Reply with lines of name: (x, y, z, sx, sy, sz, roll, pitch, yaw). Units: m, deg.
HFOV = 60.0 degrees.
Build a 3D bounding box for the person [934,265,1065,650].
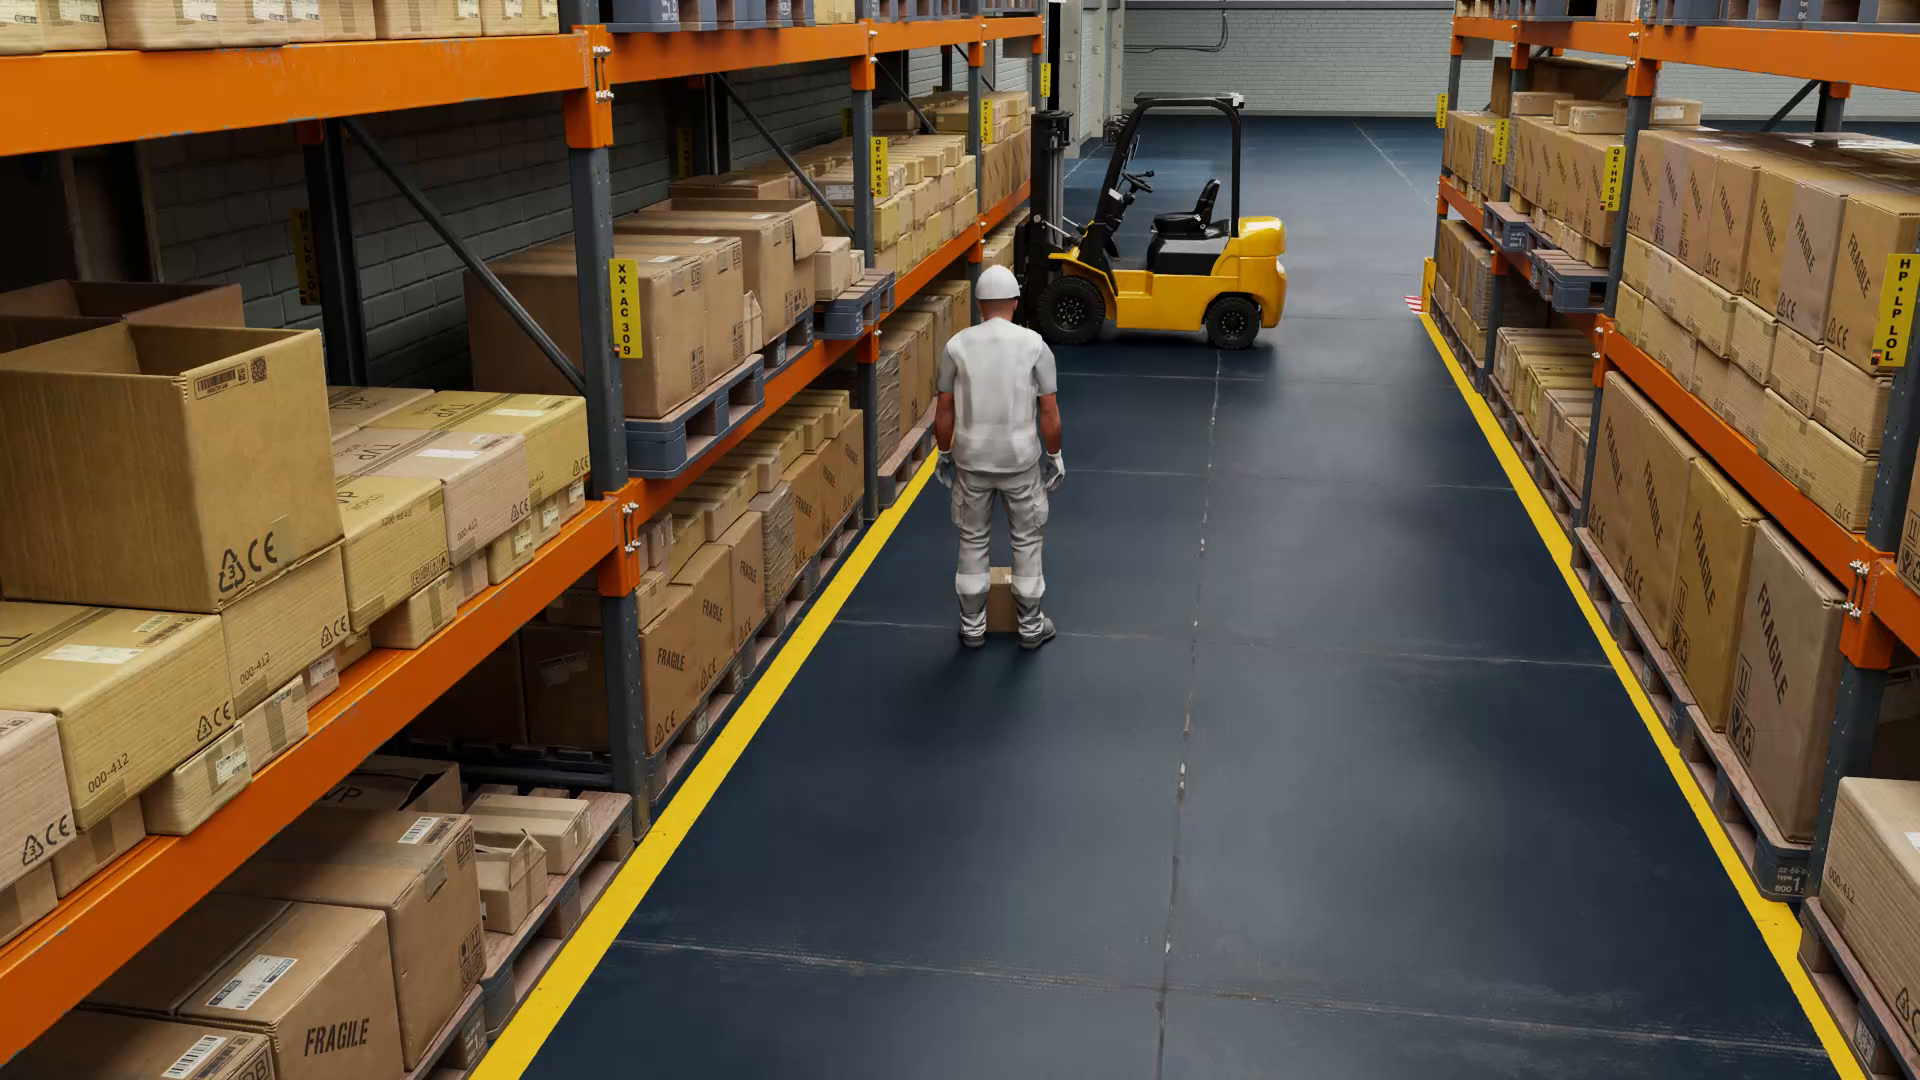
person: (0.180, -0.367, 7.677, 0.609, 1.779, 0.449, 3, 18, 8)
